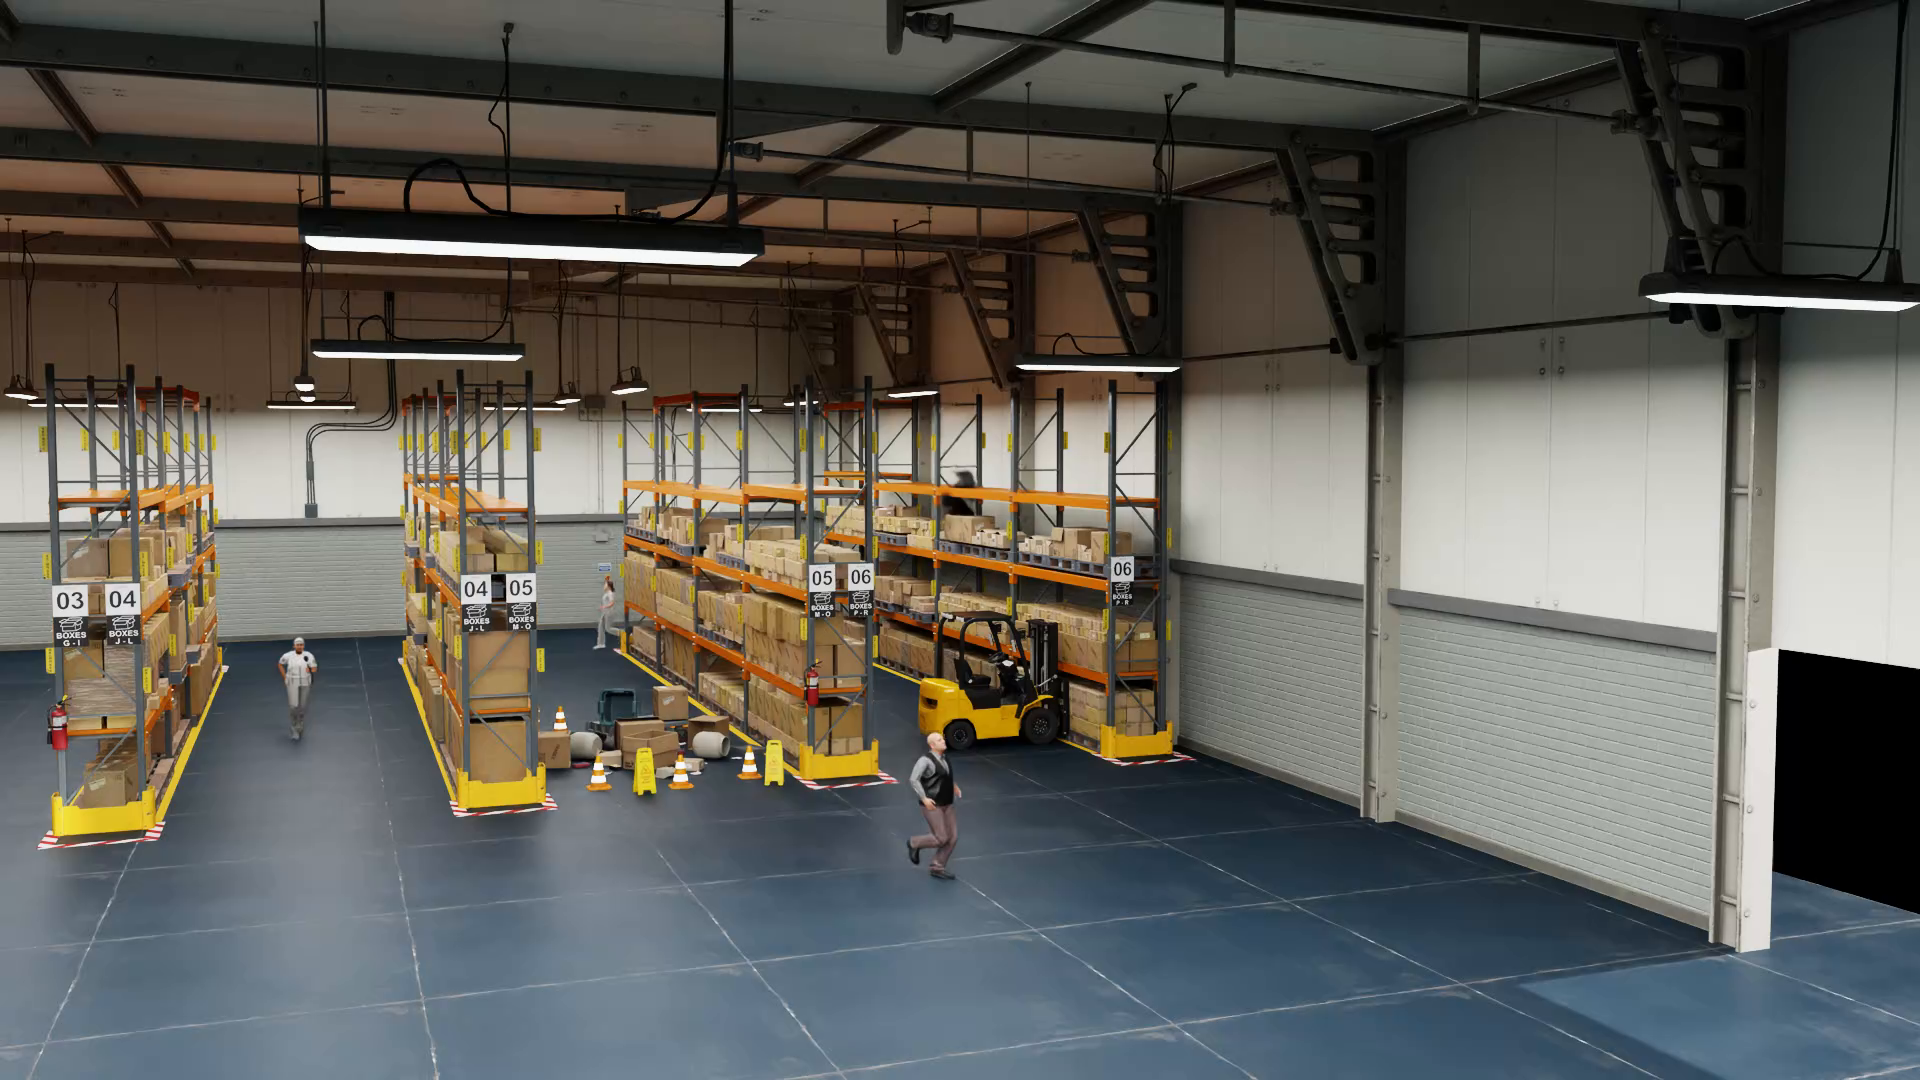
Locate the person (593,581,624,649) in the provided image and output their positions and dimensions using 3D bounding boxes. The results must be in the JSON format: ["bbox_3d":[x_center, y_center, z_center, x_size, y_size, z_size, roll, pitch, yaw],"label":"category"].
[{"bbox_3d":[-8.523,1.818,40.505,0.867,1.667,0.567,-1,4,-22],"label":"person"}]

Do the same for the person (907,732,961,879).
[{"bbox_3d":[-0.296,3.054,19.154,0.581,1.687,0.696,2,4,34],"label":"person"}]

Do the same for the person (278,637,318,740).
[{"bbox_3d":[-11.287,2.522,28.397,0.588,1.731,0.774,-2,4,-33],"label":"person"}]
